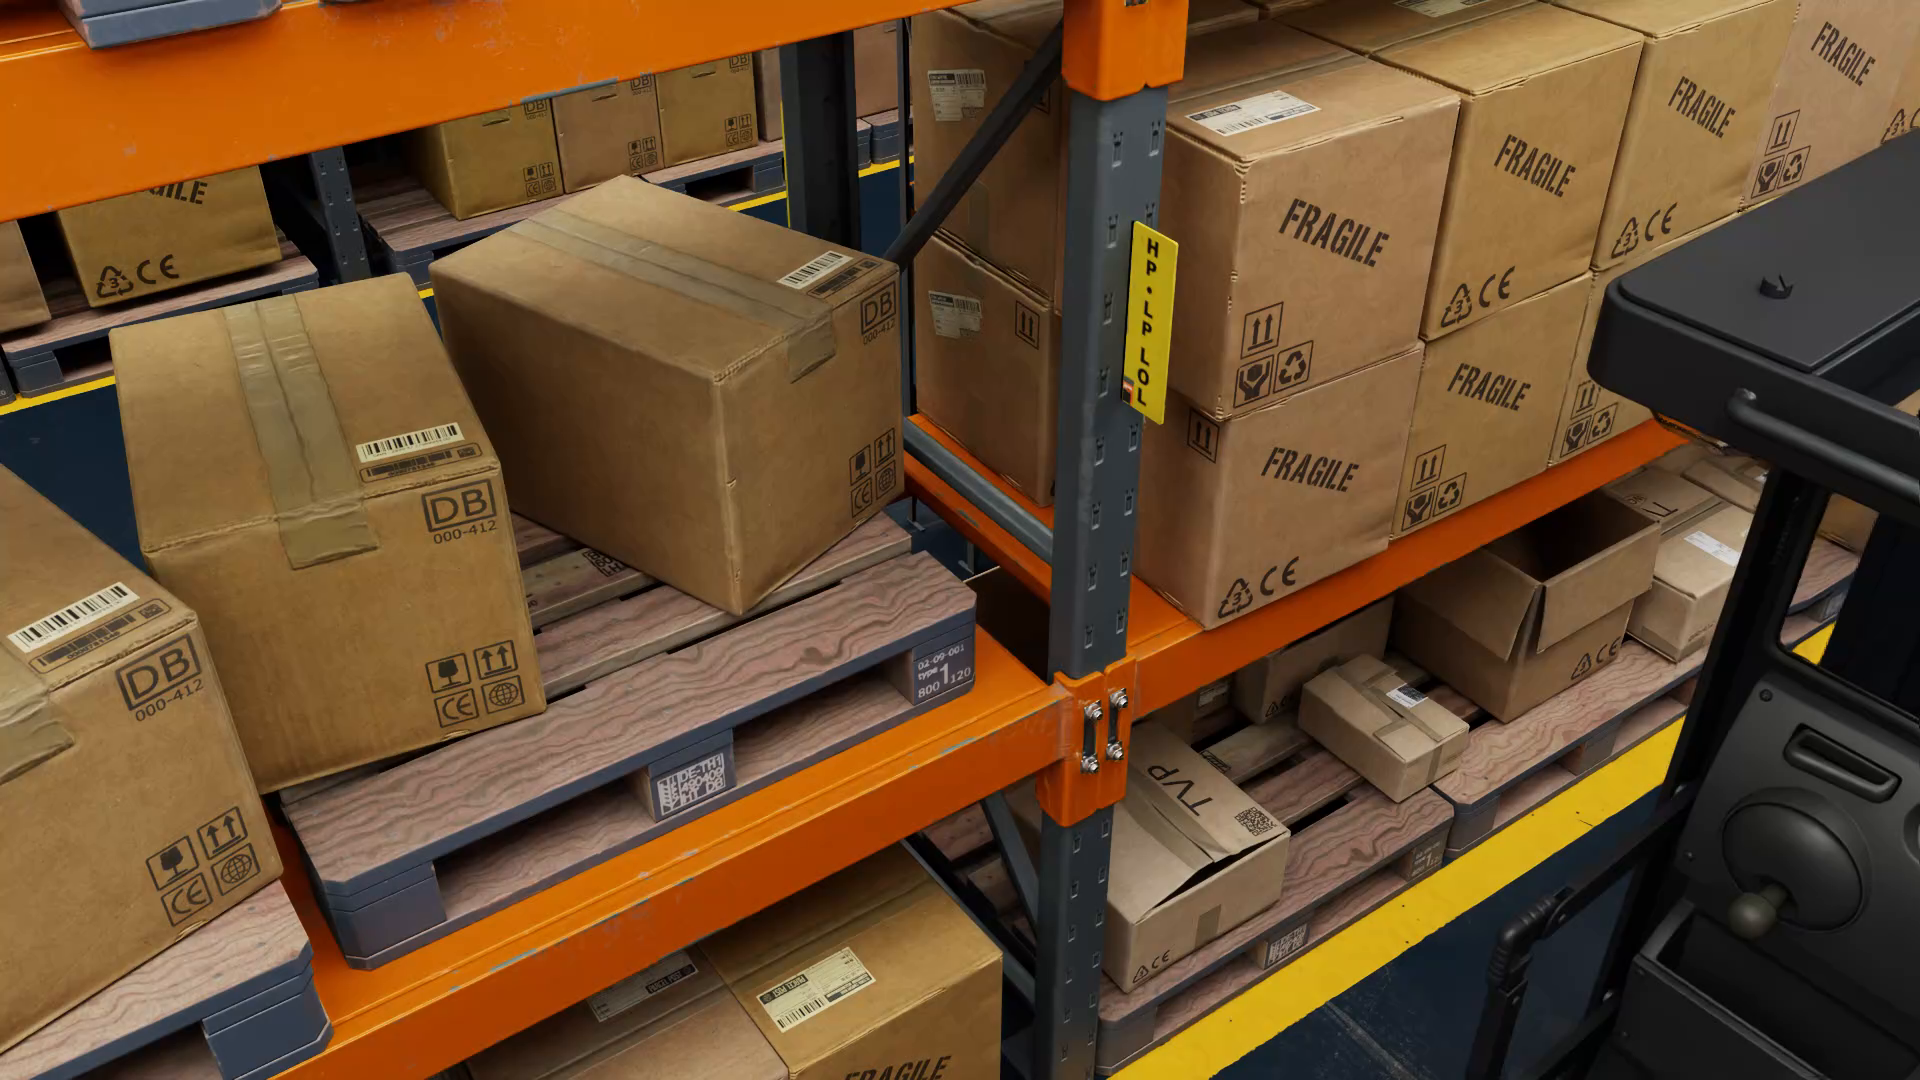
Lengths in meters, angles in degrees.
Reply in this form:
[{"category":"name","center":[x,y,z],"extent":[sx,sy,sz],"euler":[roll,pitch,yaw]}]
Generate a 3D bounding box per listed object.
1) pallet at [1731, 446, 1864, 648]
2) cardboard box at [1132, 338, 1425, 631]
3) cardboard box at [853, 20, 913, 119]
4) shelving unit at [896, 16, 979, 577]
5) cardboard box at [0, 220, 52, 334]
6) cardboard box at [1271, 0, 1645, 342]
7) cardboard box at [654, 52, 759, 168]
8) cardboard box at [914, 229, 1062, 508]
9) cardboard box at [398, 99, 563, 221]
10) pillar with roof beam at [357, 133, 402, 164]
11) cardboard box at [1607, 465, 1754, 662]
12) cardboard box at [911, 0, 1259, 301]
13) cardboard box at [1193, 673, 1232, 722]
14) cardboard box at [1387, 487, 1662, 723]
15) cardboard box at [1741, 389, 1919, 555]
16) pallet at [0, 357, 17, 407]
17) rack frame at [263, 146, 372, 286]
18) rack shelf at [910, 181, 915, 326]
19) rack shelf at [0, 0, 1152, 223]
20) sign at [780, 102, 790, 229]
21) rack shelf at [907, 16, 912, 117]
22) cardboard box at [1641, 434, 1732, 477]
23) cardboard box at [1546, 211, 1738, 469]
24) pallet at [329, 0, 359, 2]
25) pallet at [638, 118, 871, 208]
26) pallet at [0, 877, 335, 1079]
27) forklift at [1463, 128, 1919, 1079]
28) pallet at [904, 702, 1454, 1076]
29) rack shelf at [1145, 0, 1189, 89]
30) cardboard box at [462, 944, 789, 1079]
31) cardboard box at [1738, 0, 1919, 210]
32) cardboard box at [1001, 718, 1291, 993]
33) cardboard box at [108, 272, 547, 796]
[{"category":"pallet","center":[2.537,-0.057,5.649],"extent":[1.213,0.211,1.003],"euler":[-22,41,-28]},{"category":"cardboard box","center":[0.554,-0.220,3.401],"extent":[0.500,0.500,0.500],"euler":[-21,41,-27]},{"category":"cardboard box","center":[-0.530,-2.550,8.508],"extent":[0.500,0.500,0.700],"euler":[-22,41,-28]},{"category":"shelving unit","center":[0.135,-0.908,5.214],"extent":[0.503,2.100,0.431],"euler":[-22,41,-28]},{"category":"cardboard box","center":[-4.057,-1.218,6.355],"extent":[0.750,0.750,0.750],"euler":[-21,41,-27]},{"category":"cardboard box","center":[0.949,-0.782,3.327],"extent":[0.500,0.500,0.500],"euler":[-24,42,-29]},{"category":"cardboard box","center":[-1.373,-2.198,8.019],"extent":[0.500,0.500,0.700],"euler":[-21,41,-27]},{"category":"cardboard box","center":[0.241,-0.469,3.748],"extent":[0.500,0.500,0.500],"euler":[-22,41,-27]},{"category":"cardboard box","center":[-2.206,-1.859,7.547],"extent":[0.500,0.500,0.700],"euler":[-22,41,-27]},{"category":"pillar with roof beam","center":[-0.322,-3.530,2.951],"extent":[0.400,9.000,9.100],"euler":[-22,41,-28]},{"category":"cardboard box","center":[2.154,0.060,5.076],"extent":[0.500,0.250,0.500],"euler":[-22,41,-28]},{"category":"cardboard box","center":[0.245,-0.878,3.460],"extent":[0.500,0.500,0.500],"euler":[-22,41,-28]},{"category":"cardboard box","center":[0.555,0.359,4.747],"extent":[0.250,0.149,0.380],"euler":[-22,41,-28]},{"category":"cardboard box","center":[1.513,0.063,4.855],"extent":[0.637,0.503,0.797],"euler":[-22,41,-28]},{"category":"cardboard box","center":[2.948,-0.347,5.427],"extent":[0.500,0.500,0.500],"euler":[-22,41,-28]},{"category":"pallet","center":[-4.462,-0.661,6.488],"extent":[1.213,0.211,1.003],"euler":[-22,41,-28]},{"category":"rack frame","center":[-2.876,-2.501,6.658],"extent":[0.127,3.000,1.000],"euler":[-22,41,-28]},{"category":"rack shelf","center":[0.135,-0.897,5.222],"extent":[0.480,0.518,0.431],"euler":[-22,41,-28]},{"category":"rack shelf","center":[-1.654,-0.391,1.772],"extent":[4.000,0.370,1.077],"euler":[-22,41,-28]},{"category":"sign","center":[-0.338,-0.746,3.476],"extent":[0.005,0.325,0.100],"euler":[-22,41,-28]},{"category":"rack shelf","center":[0.135,-1.465,4.814],"extent":[0.480,0.518,0.431],"euler":[-22,41,-28]},{"category":"cardboard box","center":[2.234,-0.330,5.618],"extent":[0.500,0.250,0.500],"euler":[-22,41,-28]},{"category":"cardboard box","center":[1.381,-0.561,3.875],"extent":[0.500,0.500,0.500],"euler":[-23,41,-28]},{"category":"pallet","center":[-0.593,-1.094,2.293],"extent":[1.003,0.211,1.213],"euler":[-22,41,-28]},{"category":"pallet","center":[-1.211,-2.000,8.350],"extent":[1.213,0.211,1.003],"euler":[-22,41,-28]},{"category":"pallet","center":[-1.702,0.629,2.471],"extent":[1.213,0.211,1.003],"euler":[-22,41,-28]},{"category":"forklift","center":[1.409,0.626,2.369],"extent":[3.031,2.935,1.130],"euler":[-25,43,-31]},{"category":"pallet","center":[0.542,0.764,4.508],"extent":[1.213,0.211,1.003],"euler":[-22,41,-28]},{"category":"rack shelf","center":[1.615,-1.736,3.642],"extent":[4.000,0.370,1.077],"euler":[-22,41,-28]},{"category":"cardboard box","center":[-0.667,1.163,3.328],"extent":[0.500,0.500,0.500],"euler":[-22,41,-28]},{"category":"cardboard box","center":[1.791,-1.129,3.809],"extent":[0.500,0.500,0.500],"euler":[-21,41,-27]},{"category":"cardboard box","center":[0.448,0.737,4.082],"extent":[0.500,0.311,0.500],"euler":[-22,41,-28]},{"category":"cardboard box","center":[-1.061,-0.035,2.784],"extent":[0.500,0.500,0.700],"euler":[-16,39,-21]}]
